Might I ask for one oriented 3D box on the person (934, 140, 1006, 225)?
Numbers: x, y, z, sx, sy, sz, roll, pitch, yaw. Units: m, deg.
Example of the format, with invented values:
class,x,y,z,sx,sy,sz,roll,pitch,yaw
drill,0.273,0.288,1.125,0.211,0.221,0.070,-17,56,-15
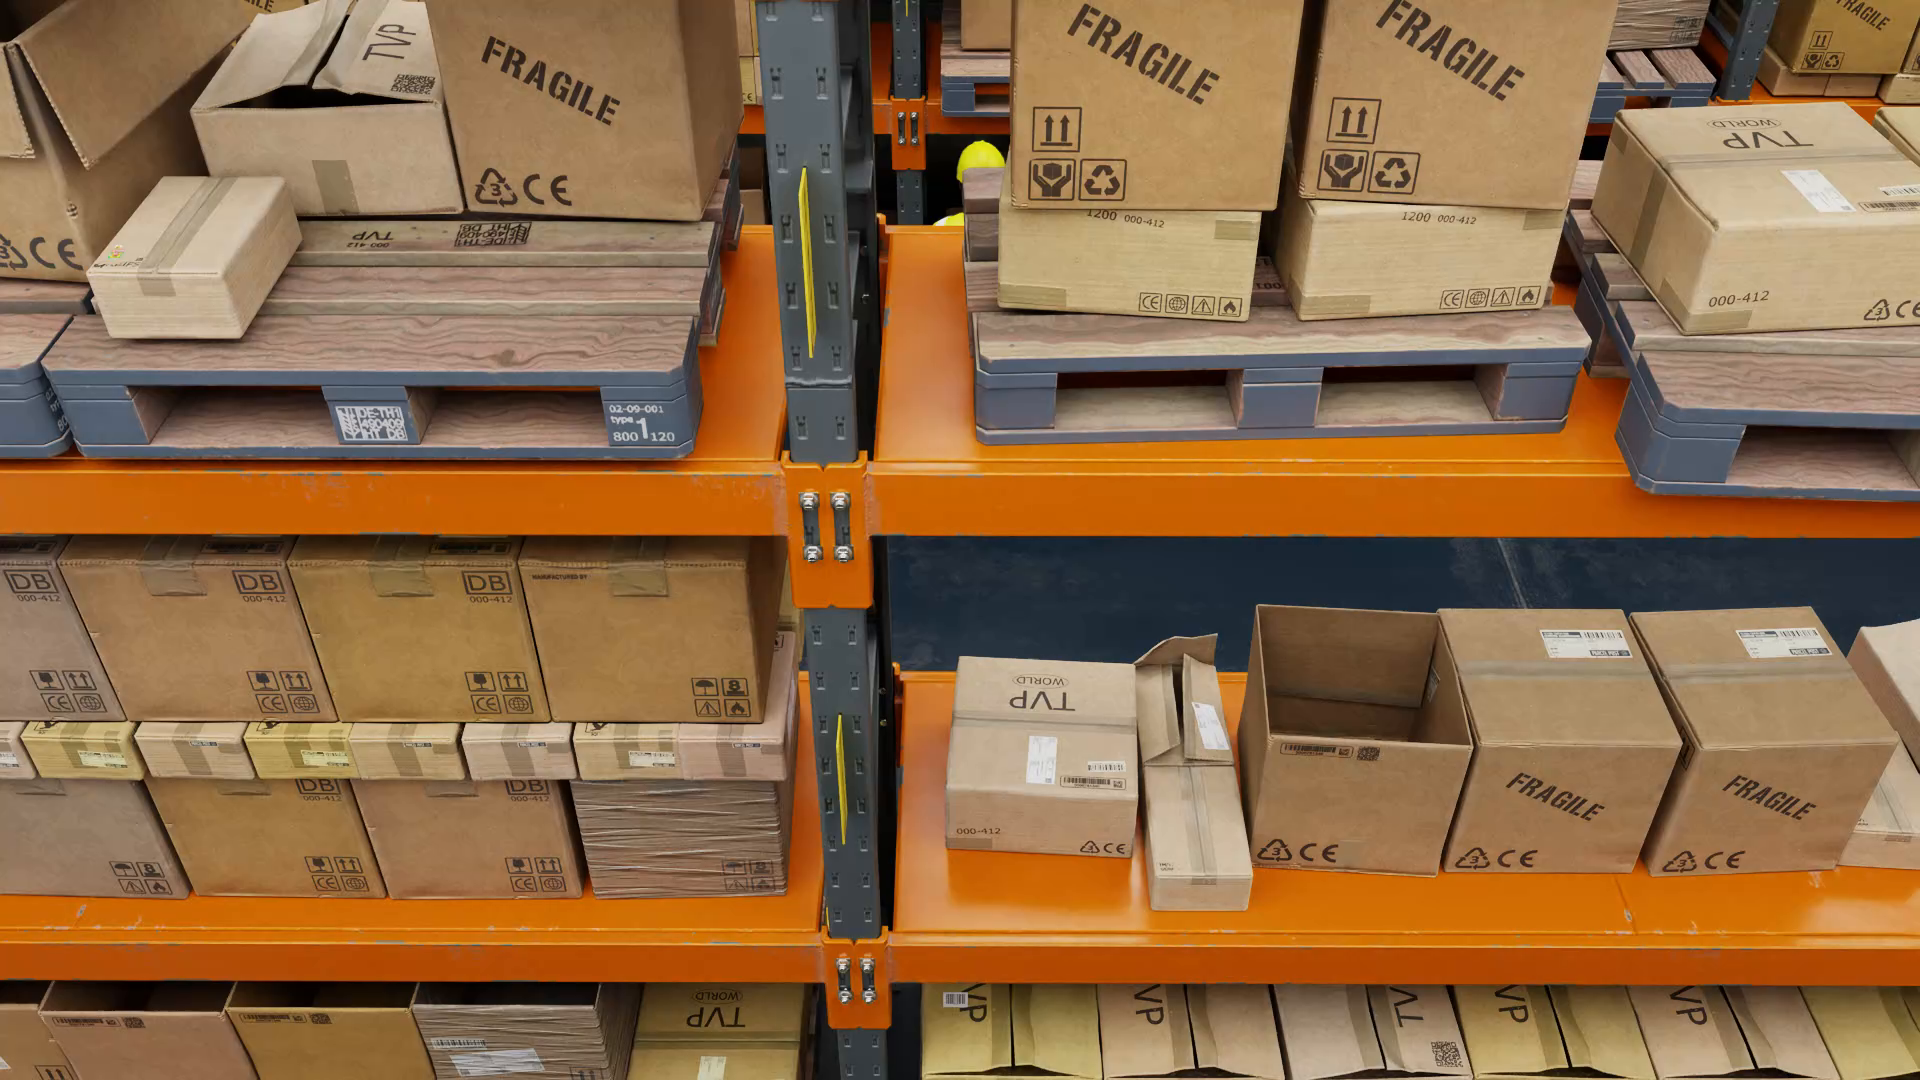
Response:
class,x,y,z,sx,sy,sz,roll,pitch,yaw
person,0.115,-0.879,7.212,0.637,1.761,0.456,-1,39,-2
